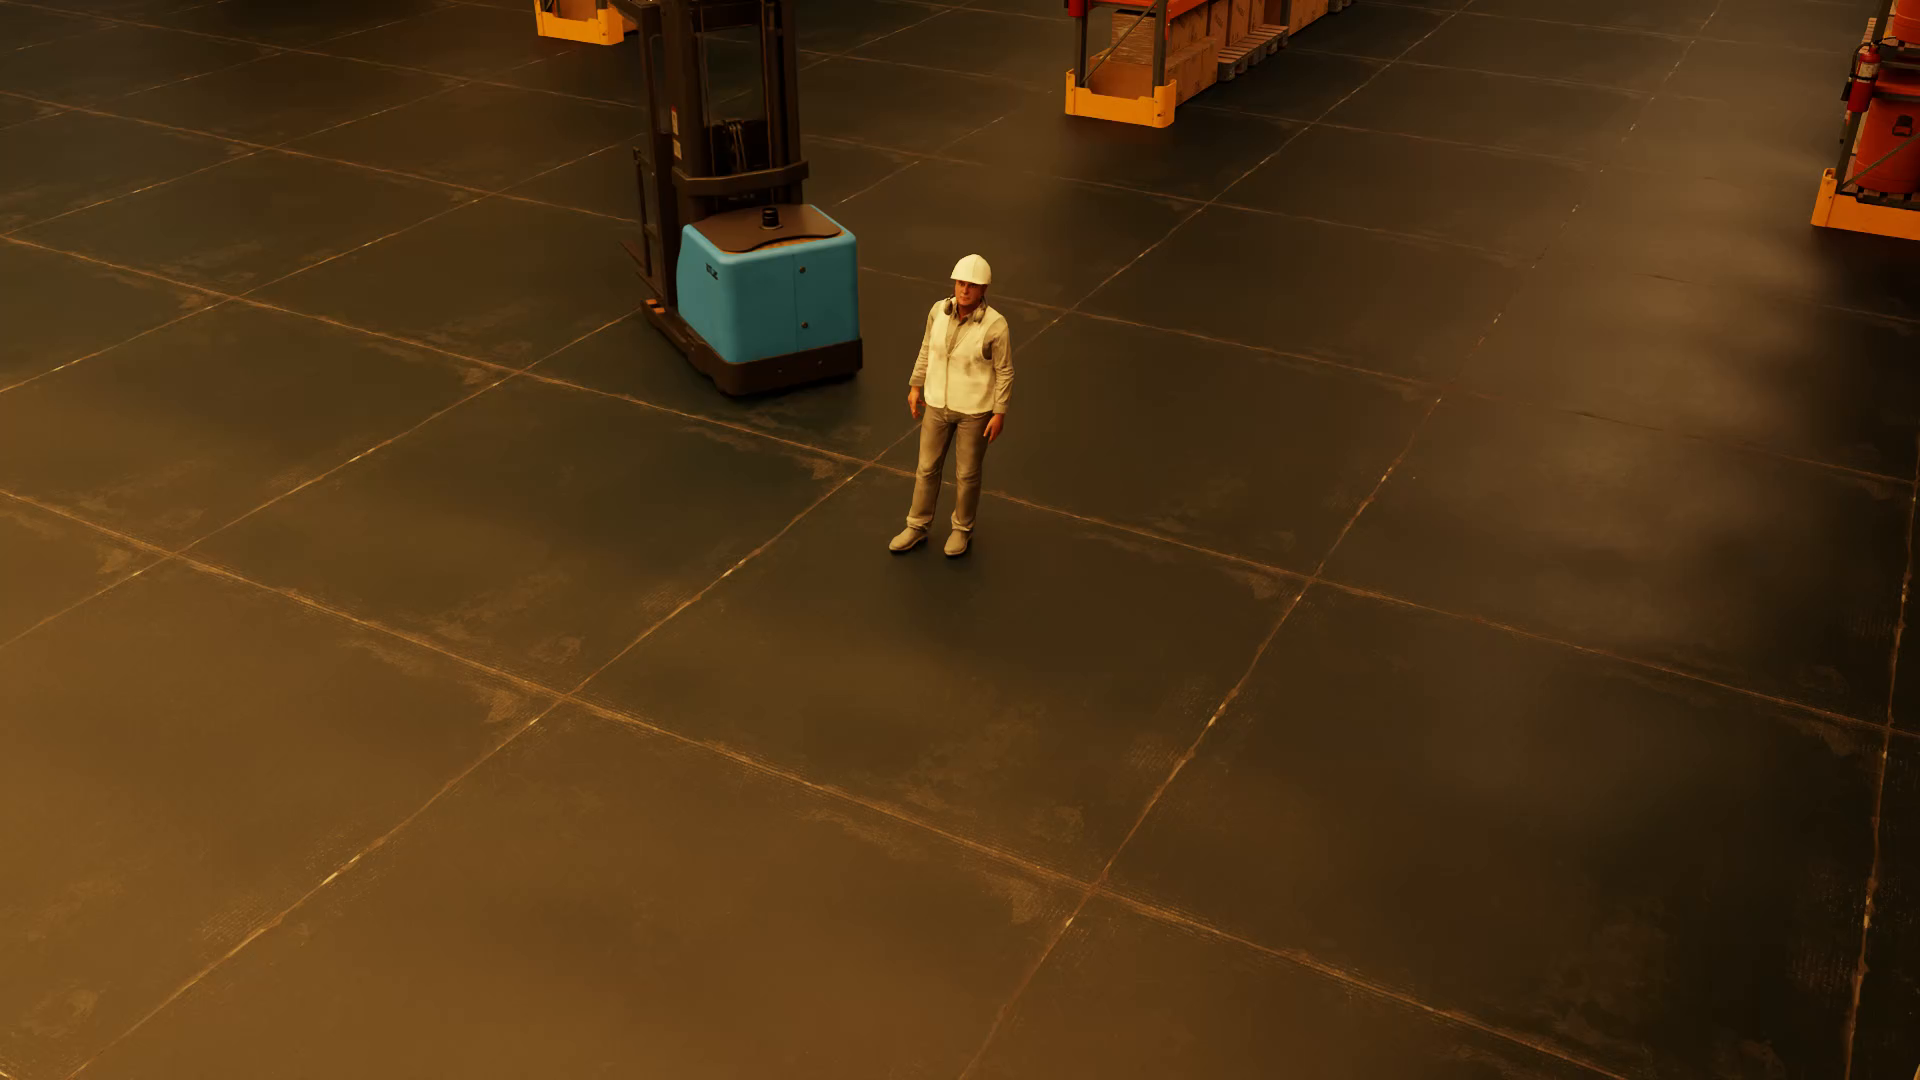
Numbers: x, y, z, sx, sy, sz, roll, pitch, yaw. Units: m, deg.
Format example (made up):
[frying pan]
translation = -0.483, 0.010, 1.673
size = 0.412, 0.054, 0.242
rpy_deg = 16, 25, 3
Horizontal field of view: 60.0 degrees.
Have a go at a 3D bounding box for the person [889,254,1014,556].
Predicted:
[person]
translation = -0.037, -0.749, 9.511
size = 0.633, 1.775, 0.566
rpy_deg = 15, 33, 25

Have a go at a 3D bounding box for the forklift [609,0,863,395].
[forklift]
translation = -1.833, -2.989, 12.249
size = 1.130, 2.935, 3.031
rpy_deg = -15, 33, -24
